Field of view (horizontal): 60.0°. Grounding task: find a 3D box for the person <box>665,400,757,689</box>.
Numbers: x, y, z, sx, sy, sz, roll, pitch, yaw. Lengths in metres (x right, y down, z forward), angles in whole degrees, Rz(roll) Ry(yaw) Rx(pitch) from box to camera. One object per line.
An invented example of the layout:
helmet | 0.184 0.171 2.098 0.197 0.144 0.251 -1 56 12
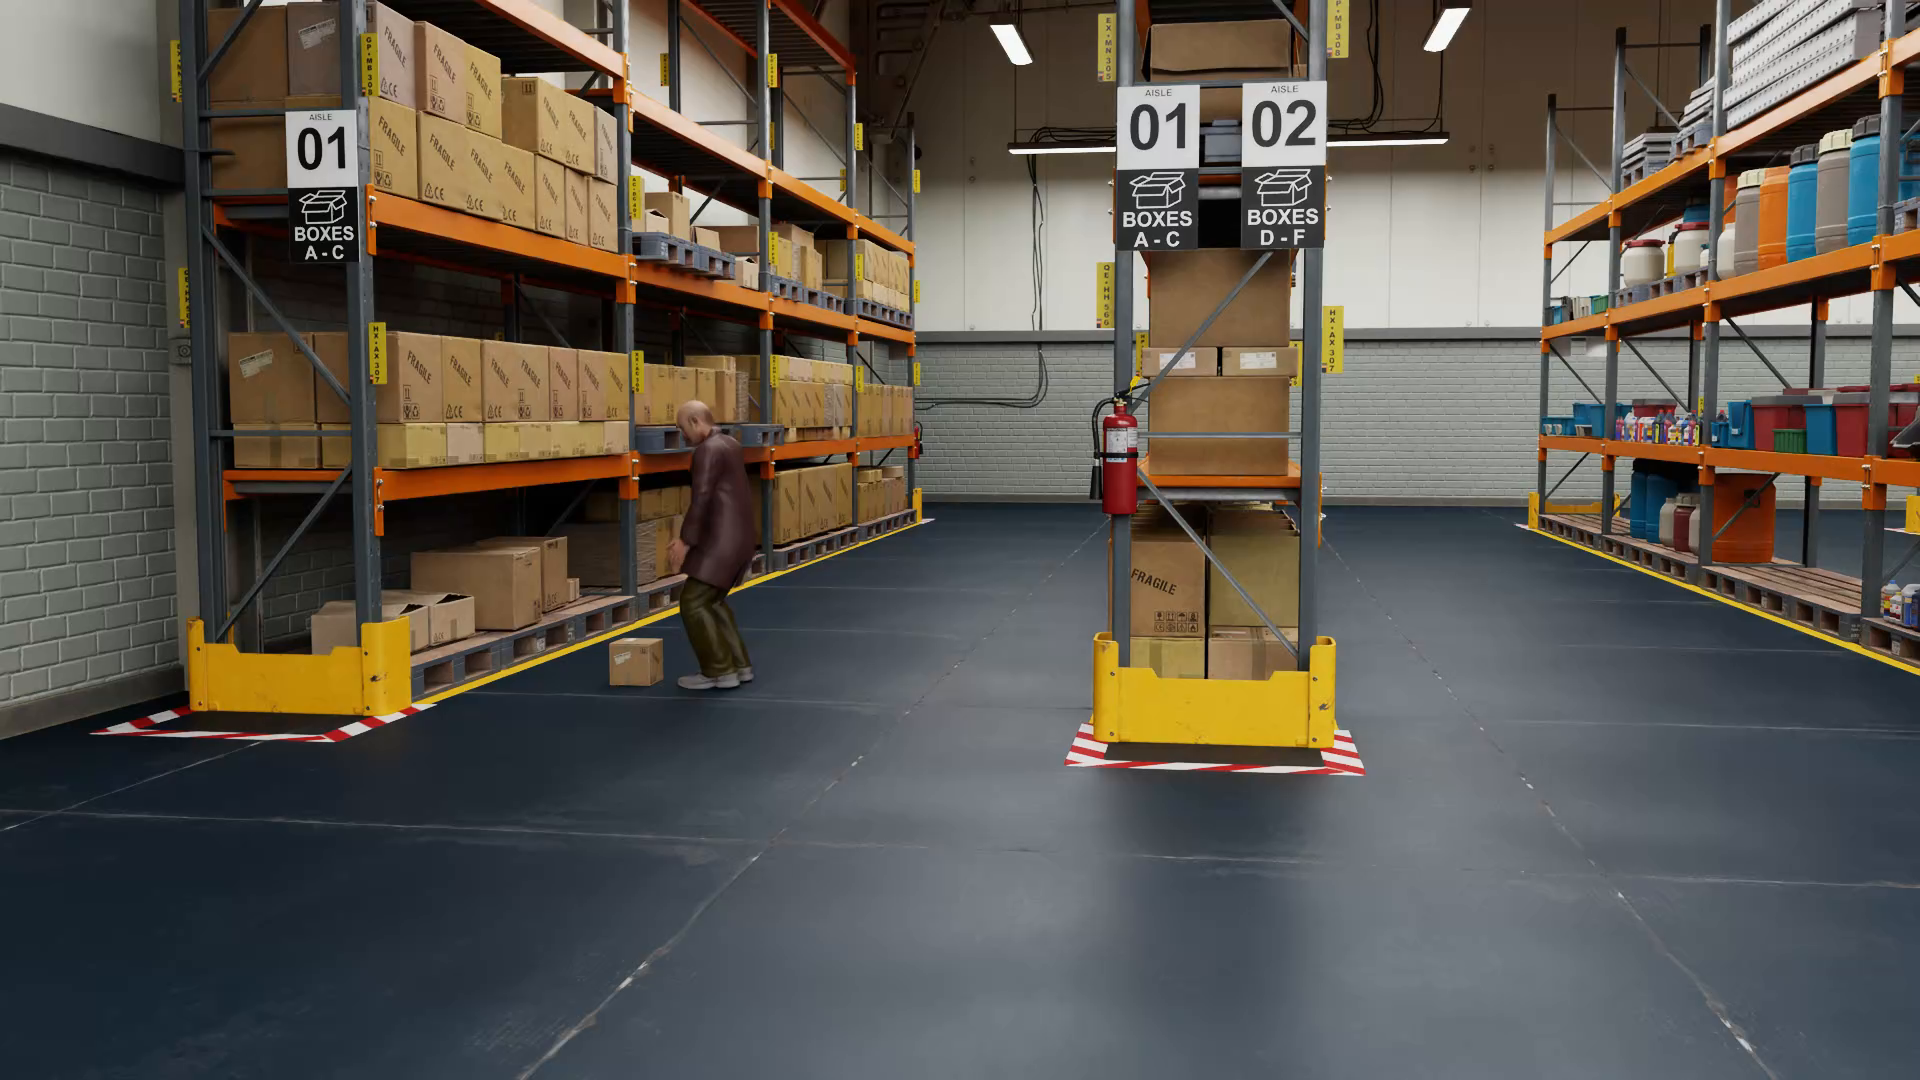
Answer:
person | -1.455 0.023 9.852 0.459 1.702 0.599 1 4 10
